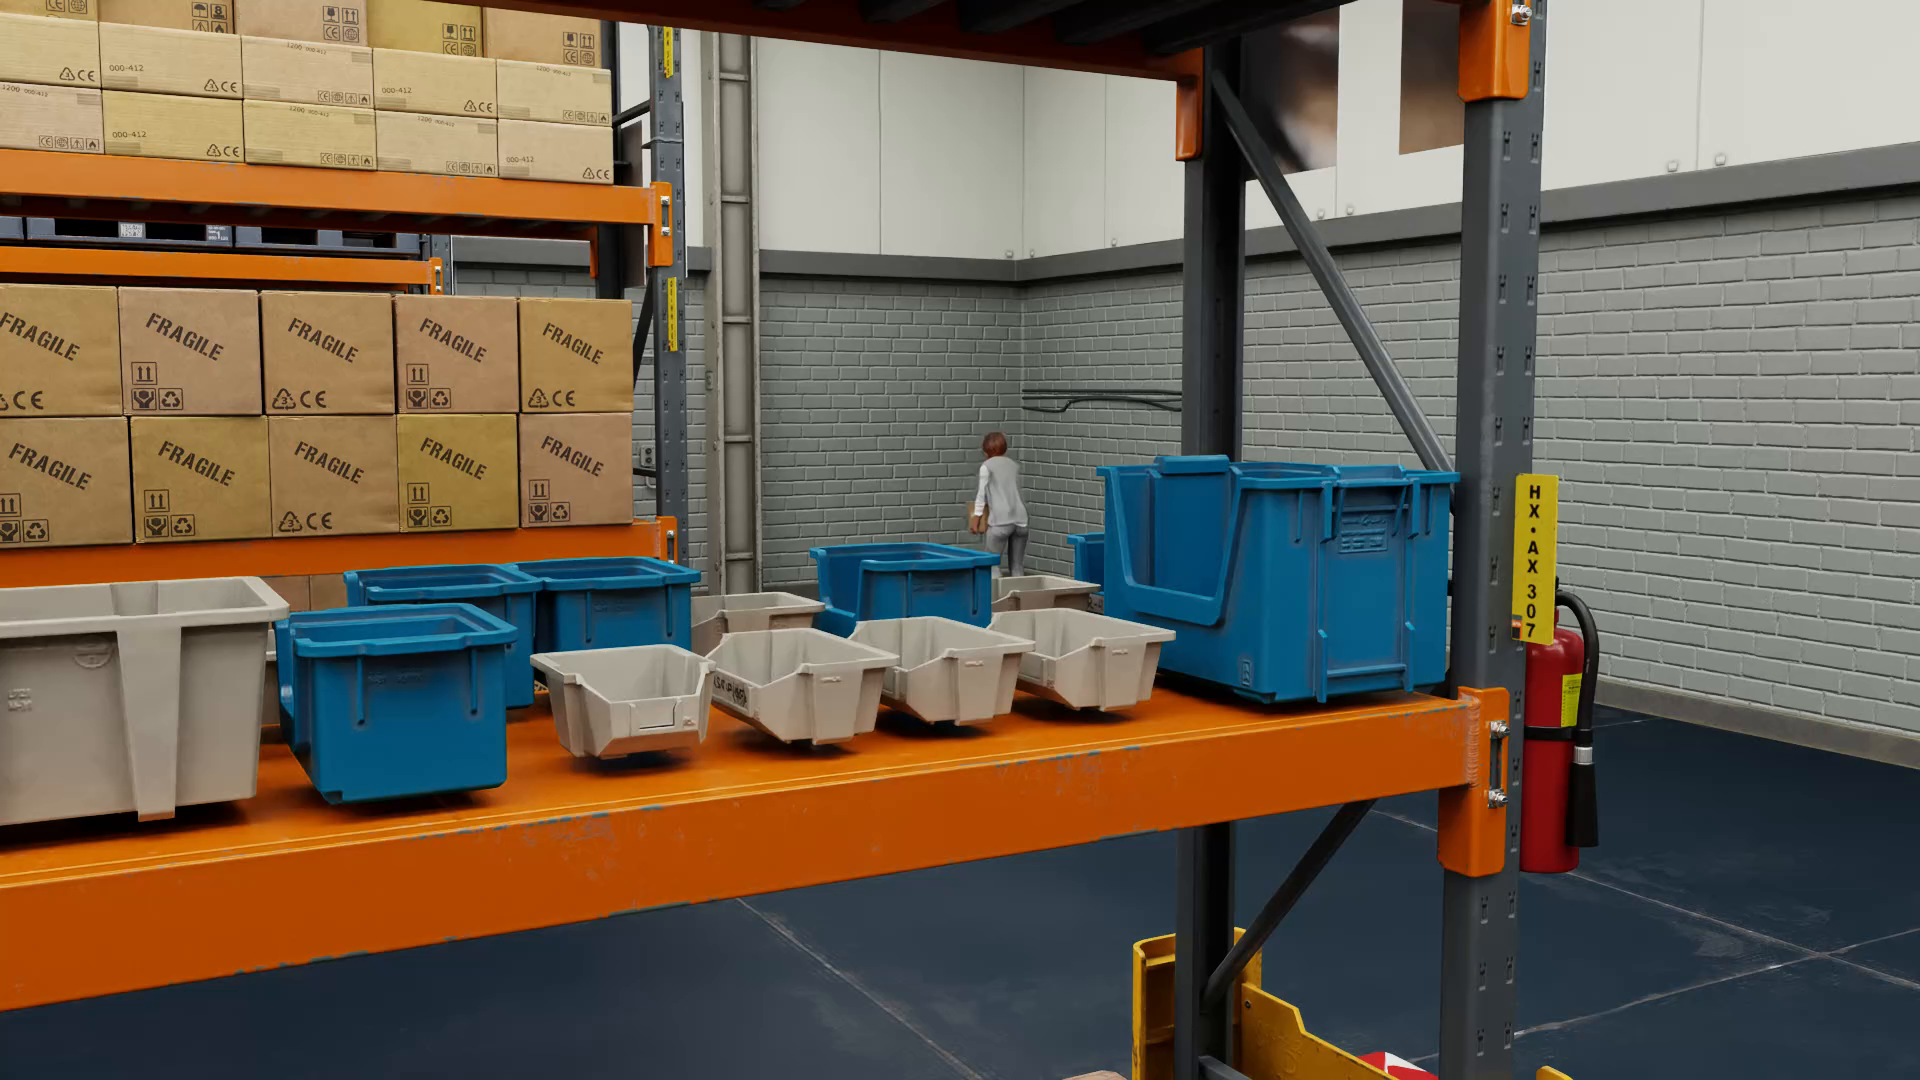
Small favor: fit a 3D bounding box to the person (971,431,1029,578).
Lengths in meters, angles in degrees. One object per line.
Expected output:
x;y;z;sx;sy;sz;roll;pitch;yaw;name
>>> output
0.334;-0.101;13.545;0.373;1.562;0.532;-3;6;-30;person
